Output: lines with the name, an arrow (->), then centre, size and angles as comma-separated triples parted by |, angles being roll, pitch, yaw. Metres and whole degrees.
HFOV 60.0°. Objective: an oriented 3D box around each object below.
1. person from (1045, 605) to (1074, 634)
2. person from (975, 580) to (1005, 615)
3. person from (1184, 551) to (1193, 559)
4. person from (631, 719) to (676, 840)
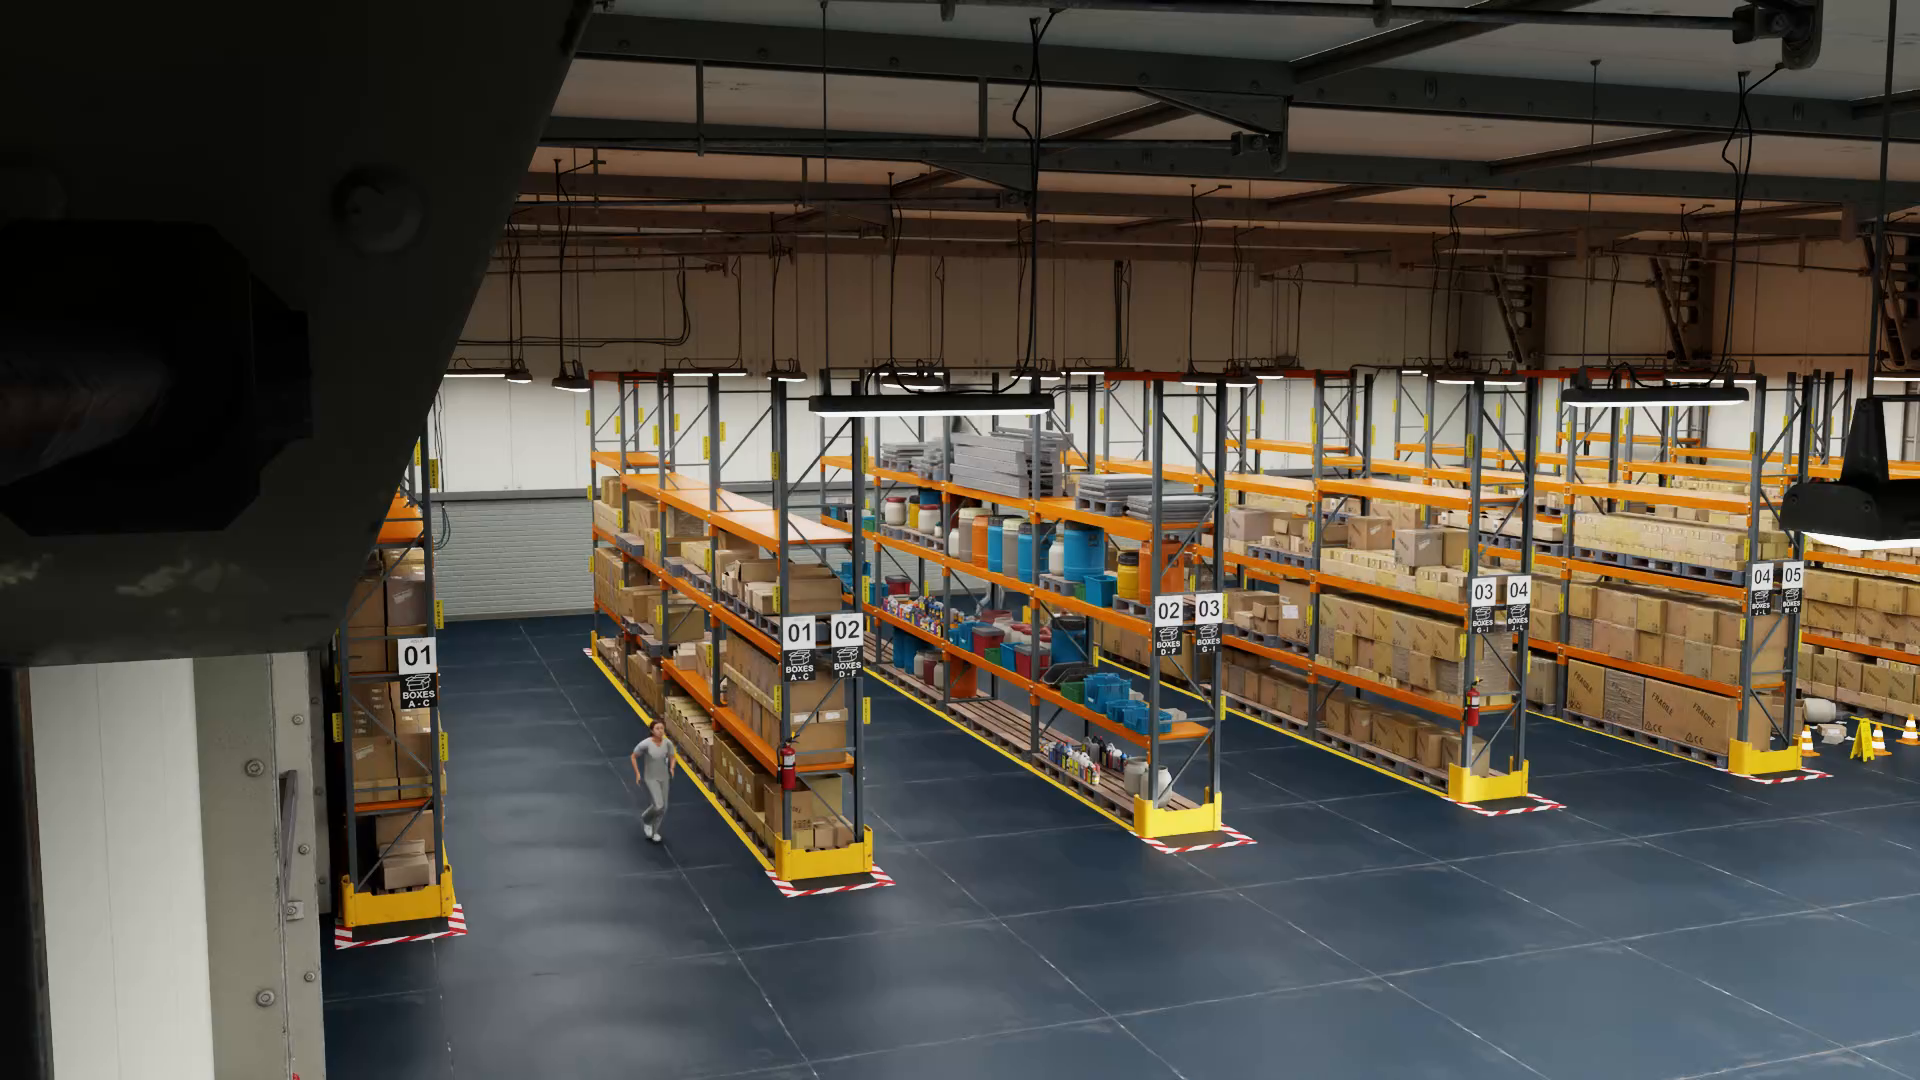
person -> 1.902, 1.956, 30.873 | 0.655, 1.751, 0.690 | -3, 7, -27
person -> 0.747, 1.032, 40.178 | 0.736, 1.729, 0.619 | 2, 7, 16
person -> 5.363, 1.085, 39.362 | 0.709, 1.733, 0.573 | 0, 6, 0
person -> -3.925, 3.120, 21.541 | 0.547, 1.625, 0.639 | -5, 8, -36
